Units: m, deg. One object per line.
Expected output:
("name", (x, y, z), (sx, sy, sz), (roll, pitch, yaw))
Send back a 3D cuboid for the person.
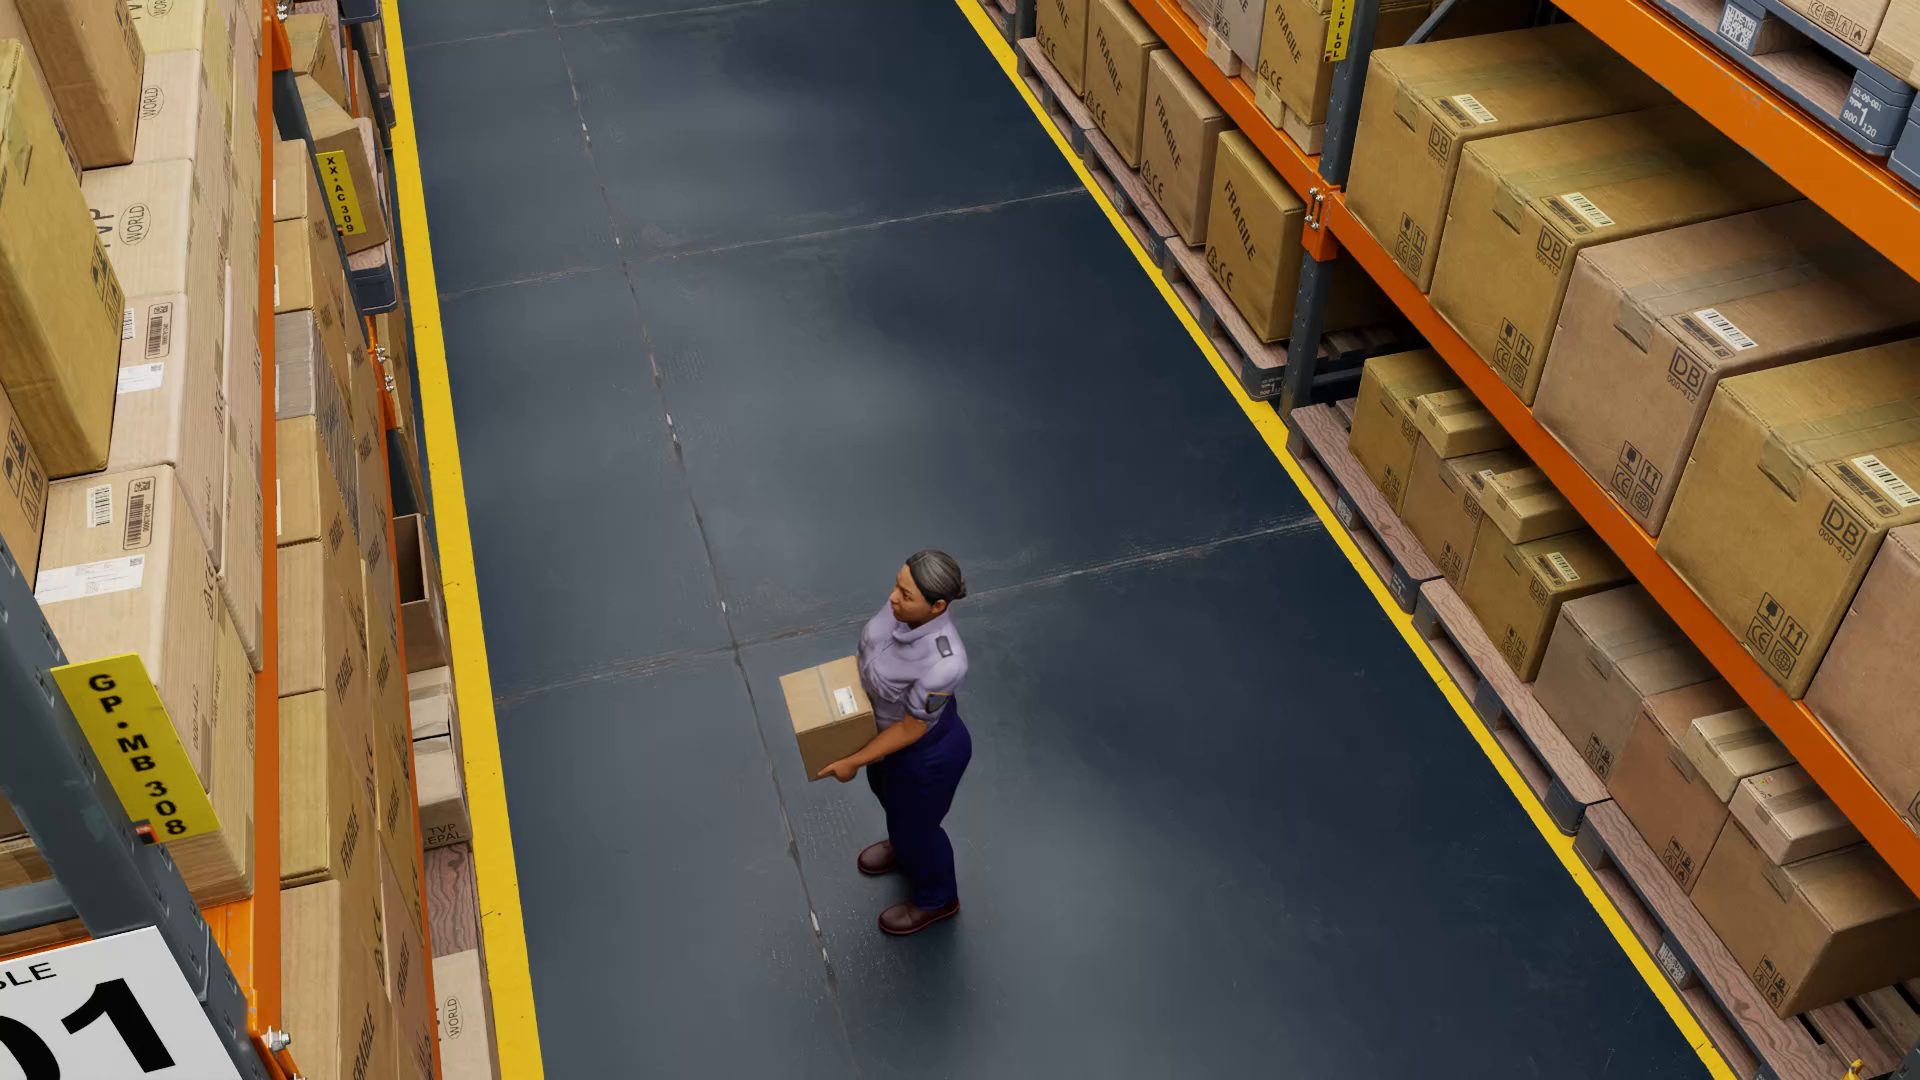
("person", (-0.233, 0.669, 5.451), (0.525, 1.636, 0.452), (-11, 44, -12))
